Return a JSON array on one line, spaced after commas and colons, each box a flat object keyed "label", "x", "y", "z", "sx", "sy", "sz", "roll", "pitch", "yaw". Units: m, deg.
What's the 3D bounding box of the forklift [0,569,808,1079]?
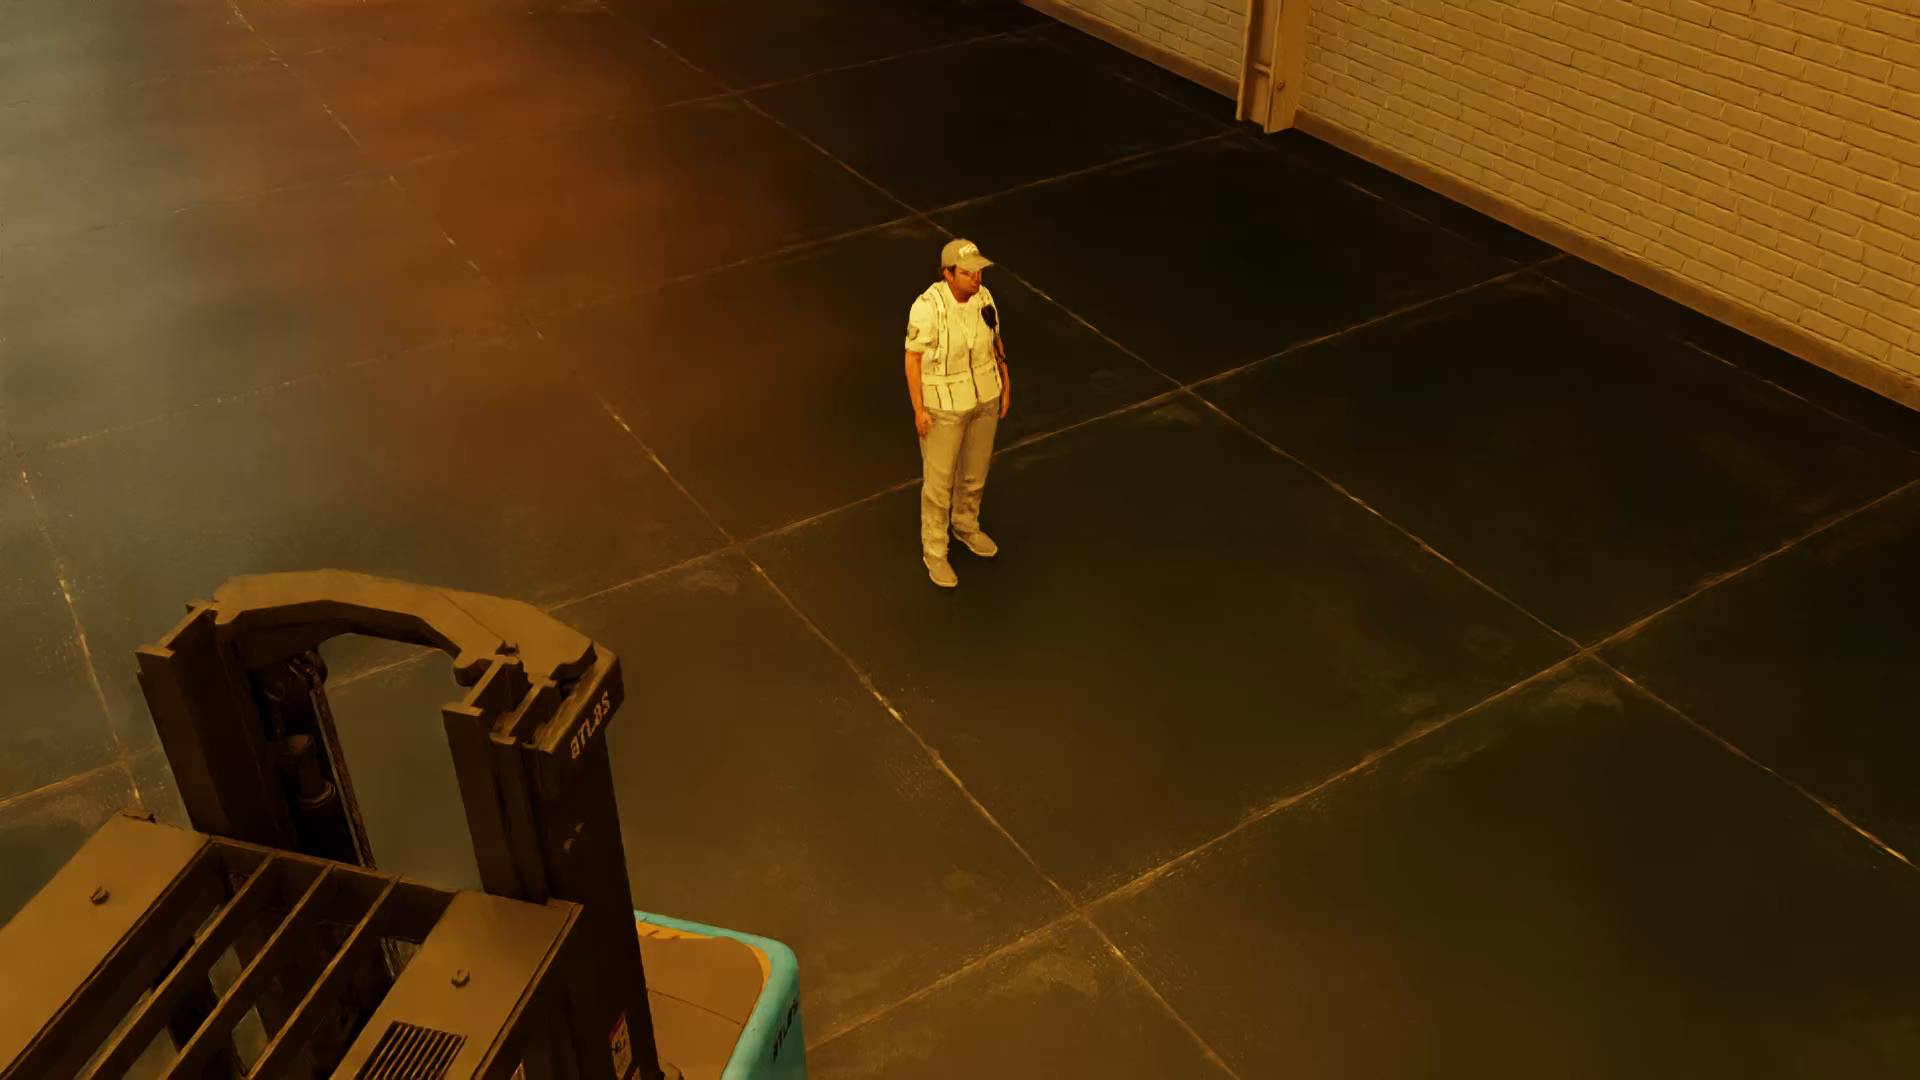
[{"label": "forklift", "x": -1.353, "y": 1.658, "z": 3.787, "sx": 1.130, "sy": 2.935, "sz": 3.031, "roll": 9, "pitch": 36, "yaw": 12}]

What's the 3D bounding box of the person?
[{"label": "person", "x": 0.023, "y": -0.644, "z": 8.151, "sx": 0.598, "sy": 1.669, "sz": 0.529, "roll": -21, "pitch": 40, "yaw": -27}]
